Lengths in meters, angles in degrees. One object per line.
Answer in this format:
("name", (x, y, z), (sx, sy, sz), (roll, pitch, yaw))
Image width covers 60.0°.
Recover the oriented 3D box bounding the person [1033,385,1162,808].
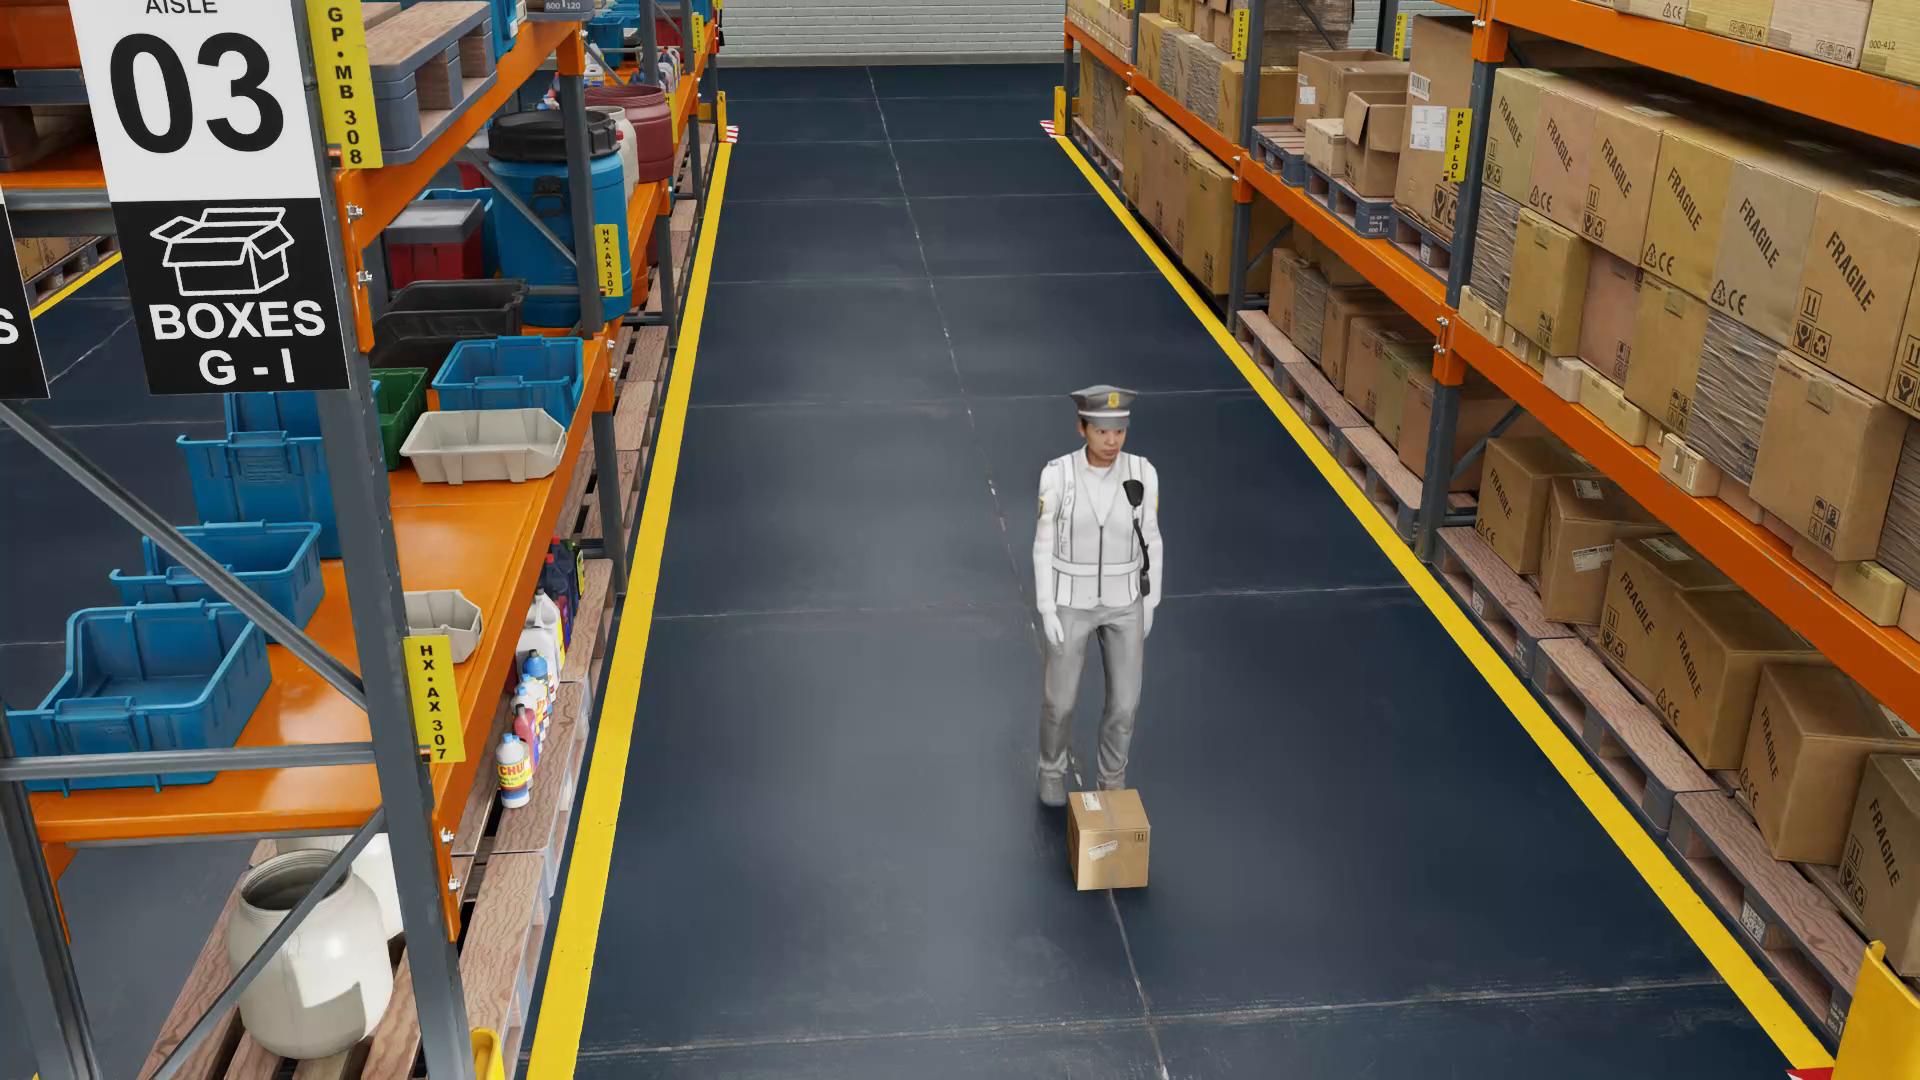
("person", (0.502, 0.258, 6.076), (0.473, 1.723, 0.380), (-2, 24, -4))
